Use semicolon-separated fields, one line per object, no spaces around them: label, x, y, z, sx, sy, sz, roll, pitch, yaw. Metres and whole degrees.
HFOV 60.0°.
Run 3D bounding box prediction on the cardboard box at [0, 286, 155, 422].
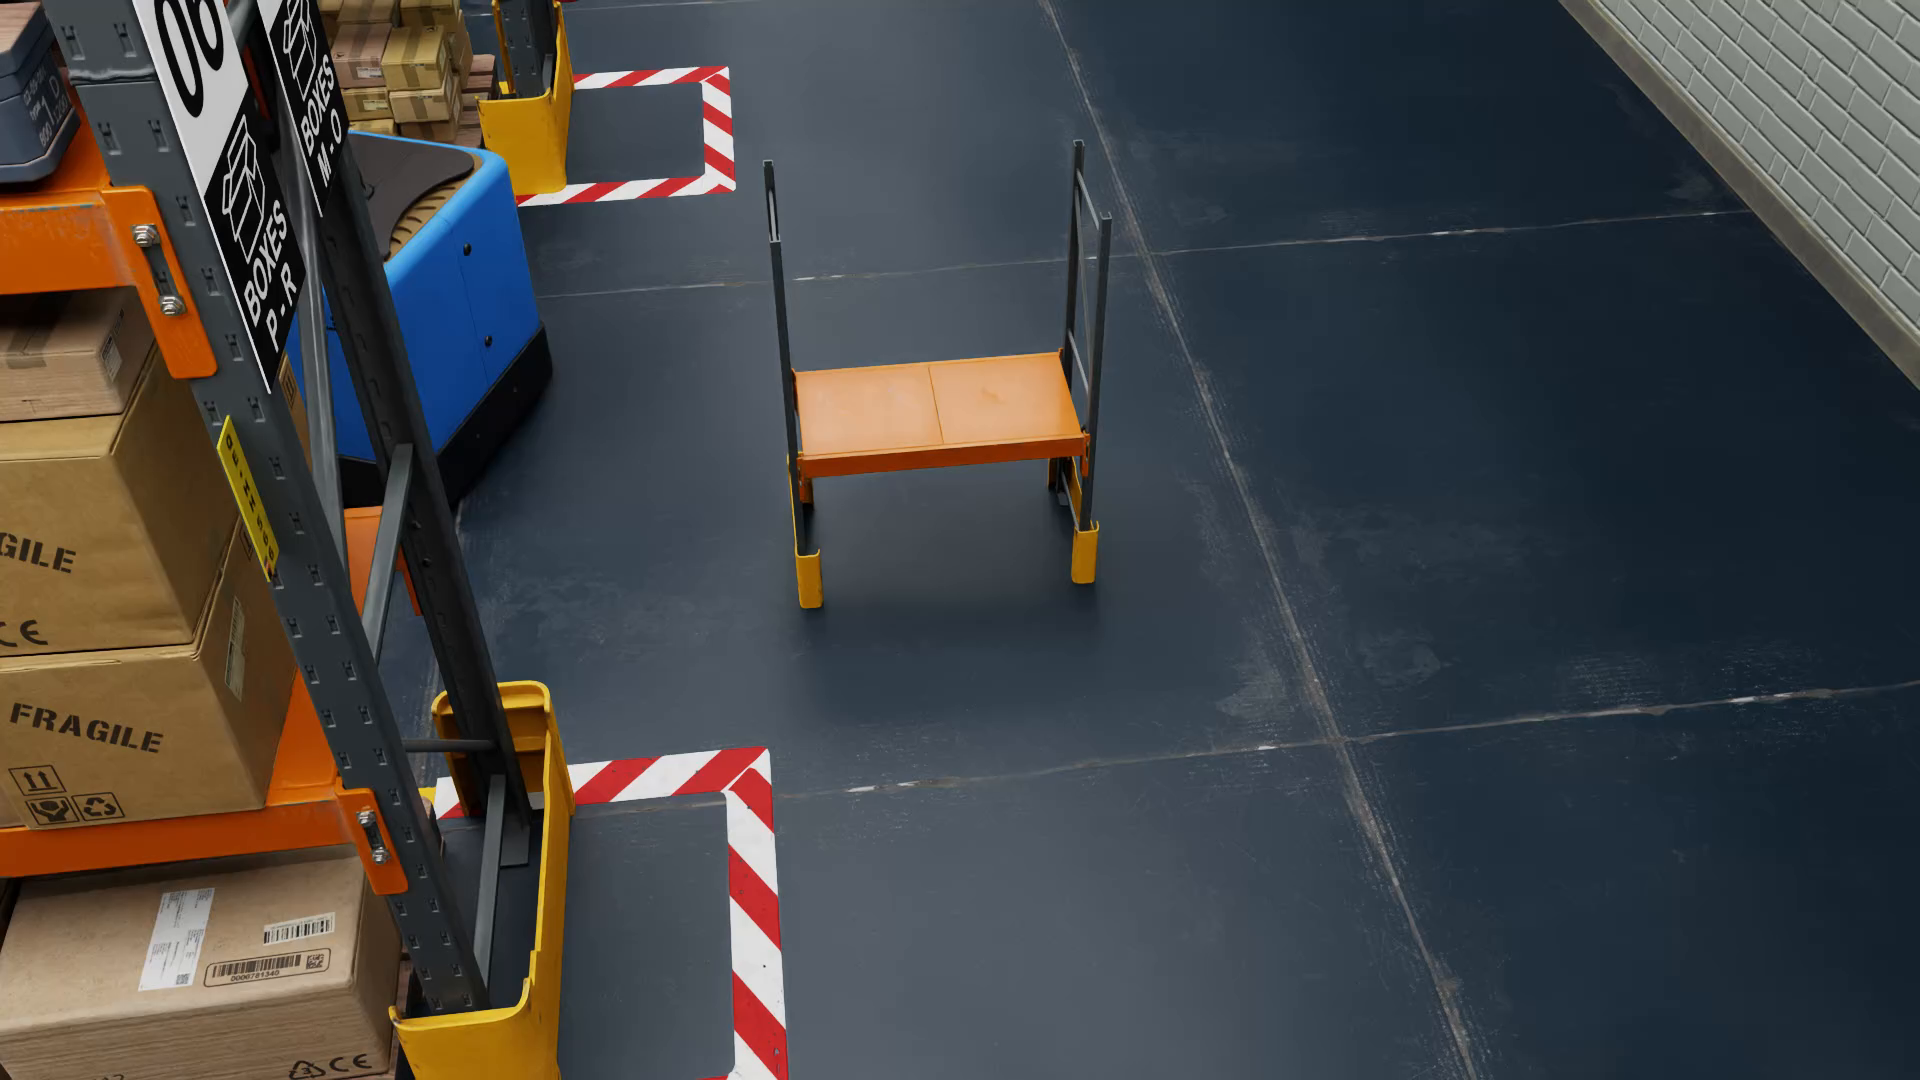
cardboard box;-1.689;-0.402;3.151;0.250;0.149;0.380;-4;42;-5

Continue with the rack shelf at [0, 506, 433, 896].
rack shelf;-3.343;0.524;3.967;4.000;0.370;1.077;-5;42;-6

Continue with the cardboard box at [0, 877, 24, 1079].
cardboard box;-2.907;1.087;4.404;0.875;0.438;0.875;-4;42;-4

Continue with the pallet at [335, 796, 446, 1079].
pallet;-2.142;1.240;4.718;1.213;0.211;1.003;-5;42;-6

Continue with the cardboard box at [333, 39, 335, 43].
cardboard box;-3.164;-2.462;8.333;0.250;0.149;0.380;-4;42;-5

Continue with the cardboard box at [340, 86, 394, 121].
cardboard box;-2.854;-2.181;8.021;0.250;0.149;0.380;-6;42;-7

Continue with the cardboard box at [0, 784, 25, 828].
cardboard box;-2.303;0.297;3.606;0.500;0.500;0.500;-6;42;-6

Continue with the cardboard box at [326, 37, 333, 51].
cardboard box;-3.090;-2.209;7.830;0.250;0.149;0.380;-6;42;-6

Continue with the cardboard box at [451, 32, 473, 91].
cardboard box;-2.662;-2.460;8.553;0.250;0.149;0.380;-4;42;-5

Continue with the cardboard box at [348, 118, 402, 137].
cardboard box;-2.838;-2.019;8.064;0.250;0.149;0.380;-4;42;-4

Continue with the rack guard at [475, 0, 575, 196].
rack guard;-2.177;-2.261;8.383;0.348;0.500;1.175;-5;42;-6

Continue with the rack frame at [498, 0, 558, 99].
rack frame;-2.101;-3.196;7.553;0.127;3.000;1.000;-5;42;-6

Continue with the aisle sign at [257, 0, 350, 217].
aisle sign;-1.326;-1.081;3.268;0.004;0.787;0.394;-5;42;-6

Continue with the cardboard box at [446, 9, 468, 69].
cardboard box;-2.654;-2.528;8.406;0.250;0.149;0.380;-3;42;-4

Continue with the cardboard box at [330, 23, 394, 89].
cardboard box;-2.850;-2.316;7.949;0.250;0.149;0.380;-4;42;-5

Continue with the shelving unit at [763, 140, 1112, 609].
shelving unit;-0.076;-0.550;5.740;1.083;1.500;0.587;-5;42;-6

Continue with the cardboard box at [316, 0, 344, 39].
cardboard box;-3.189;-2.653;8.323;0.250;0.149;0.380;-5;42;-6

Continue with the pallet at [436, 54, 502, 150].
pallet;-2.987;-2.106;8.428;1.213;0.211;1.003;-5;42;-6

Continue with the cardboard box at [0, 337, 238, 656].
cardboard box;-1.807;-0.125;3.328;0.500;0.500;0.500;-4;42;-4

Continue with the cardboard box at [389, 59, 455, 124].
cardboard box;-2.588;-2.168;8.007;0.250;0.149;0.380;-6;42;-7

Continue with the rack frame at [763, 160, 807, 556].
rack frame;-0.589;-0.505;5.691;0.032;1.500;0.500;-5;42;-6

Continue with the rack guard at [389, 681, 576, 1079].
rack guard;-1.336;1.009;4.758;0.348;0.500;1.175;-5;42;-6

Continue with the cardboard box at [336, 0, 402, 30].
cardboard box;-2.923;-2.590;8.253;0.250;0.149;0.380;-4;42;-5

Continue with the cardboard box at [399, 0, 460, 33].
cardboard box;-2.665;-2.694;8.368;0.250;0.149;0.380;-7;42;-7

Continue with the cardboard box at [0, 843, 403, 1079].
cardboard box;-2.001;1.002;4.499;0.875;0.438;0.875;-6;42;-7

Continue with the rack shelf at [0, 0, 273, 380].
rack shelf;-3.343;-0.590;2.962;4.000;0.370;1.077;-5;42;-6

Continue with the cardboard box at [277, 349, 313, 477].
cardboard box;-1.873;-0.103;4.050;0.500;0.500;0.500;-5;42;-6

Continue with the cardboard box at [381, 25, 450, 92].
cardboard box;-2.594;-2.300;7.931;0.250;0.149;0.380;-5;42;-5

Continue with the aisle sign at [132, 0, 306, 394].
aisle sign;-1.248;-0.683;2.826;0.004;0.787;0.394;-5;42;-6

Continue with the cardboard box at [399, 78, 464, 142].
cardboard box;-2.596;-2.109;8.163;0.250;0.149;0.380;-4;42;-5

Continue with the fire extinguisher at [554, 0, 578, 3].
fire extinguisher;-1.792;-2.744;7.388;0.183;0.674;0.296;-5;42;-6

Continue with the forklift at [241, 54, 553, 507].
forklift;-3.267;-1.713;5.960;3.031;2.935;1.130;11;43;12

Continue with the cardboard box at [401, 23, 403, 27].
cardboard box;-2.933;-2.542;8.422;0.250;0.149;0.380;-5;42;-6

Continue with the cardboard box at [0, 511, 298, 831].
cardboard box;-1.803;0.264;3.643;0.500;0.500;0.500;-5;42;-5

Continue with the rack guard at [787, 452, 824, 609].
rack guard;-0.569;-0.043;6.111;0.087;0.250;0.587;-5;42;-6

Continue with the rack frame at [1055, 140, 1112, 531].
rack frame;0.419;-0.594;5.788;0.032;1.500;0.500;-5;42;-6

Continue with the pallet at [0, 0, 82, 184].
pallet;-2.094;-0.926;2.864;1.213;0.211;1.003;-5;42;-6

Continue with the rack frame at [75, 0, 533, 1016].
rack frame;-1.359;0.083;3.918;0.127;3.000;1.000;-5;42;-6

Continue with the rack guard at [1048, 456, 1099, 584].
rack guard;0.418;-0.129;6.207;0.087;0.250;0.587;-5;42;-6

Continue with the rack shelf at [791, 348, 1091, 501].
rack shelf;-0.085;-0.416;5.860;1.000;0.185;0.538;-5;42;-6

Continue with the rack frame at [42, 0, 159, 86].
rack frame;-1.359;-2.145;1.909;0.127;3.000;1.000;-5;42;-6

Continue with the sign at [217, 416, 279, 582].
sign;-1.303;-0.073;3.050;0.005;0.325;0.100;-5;42;-6
